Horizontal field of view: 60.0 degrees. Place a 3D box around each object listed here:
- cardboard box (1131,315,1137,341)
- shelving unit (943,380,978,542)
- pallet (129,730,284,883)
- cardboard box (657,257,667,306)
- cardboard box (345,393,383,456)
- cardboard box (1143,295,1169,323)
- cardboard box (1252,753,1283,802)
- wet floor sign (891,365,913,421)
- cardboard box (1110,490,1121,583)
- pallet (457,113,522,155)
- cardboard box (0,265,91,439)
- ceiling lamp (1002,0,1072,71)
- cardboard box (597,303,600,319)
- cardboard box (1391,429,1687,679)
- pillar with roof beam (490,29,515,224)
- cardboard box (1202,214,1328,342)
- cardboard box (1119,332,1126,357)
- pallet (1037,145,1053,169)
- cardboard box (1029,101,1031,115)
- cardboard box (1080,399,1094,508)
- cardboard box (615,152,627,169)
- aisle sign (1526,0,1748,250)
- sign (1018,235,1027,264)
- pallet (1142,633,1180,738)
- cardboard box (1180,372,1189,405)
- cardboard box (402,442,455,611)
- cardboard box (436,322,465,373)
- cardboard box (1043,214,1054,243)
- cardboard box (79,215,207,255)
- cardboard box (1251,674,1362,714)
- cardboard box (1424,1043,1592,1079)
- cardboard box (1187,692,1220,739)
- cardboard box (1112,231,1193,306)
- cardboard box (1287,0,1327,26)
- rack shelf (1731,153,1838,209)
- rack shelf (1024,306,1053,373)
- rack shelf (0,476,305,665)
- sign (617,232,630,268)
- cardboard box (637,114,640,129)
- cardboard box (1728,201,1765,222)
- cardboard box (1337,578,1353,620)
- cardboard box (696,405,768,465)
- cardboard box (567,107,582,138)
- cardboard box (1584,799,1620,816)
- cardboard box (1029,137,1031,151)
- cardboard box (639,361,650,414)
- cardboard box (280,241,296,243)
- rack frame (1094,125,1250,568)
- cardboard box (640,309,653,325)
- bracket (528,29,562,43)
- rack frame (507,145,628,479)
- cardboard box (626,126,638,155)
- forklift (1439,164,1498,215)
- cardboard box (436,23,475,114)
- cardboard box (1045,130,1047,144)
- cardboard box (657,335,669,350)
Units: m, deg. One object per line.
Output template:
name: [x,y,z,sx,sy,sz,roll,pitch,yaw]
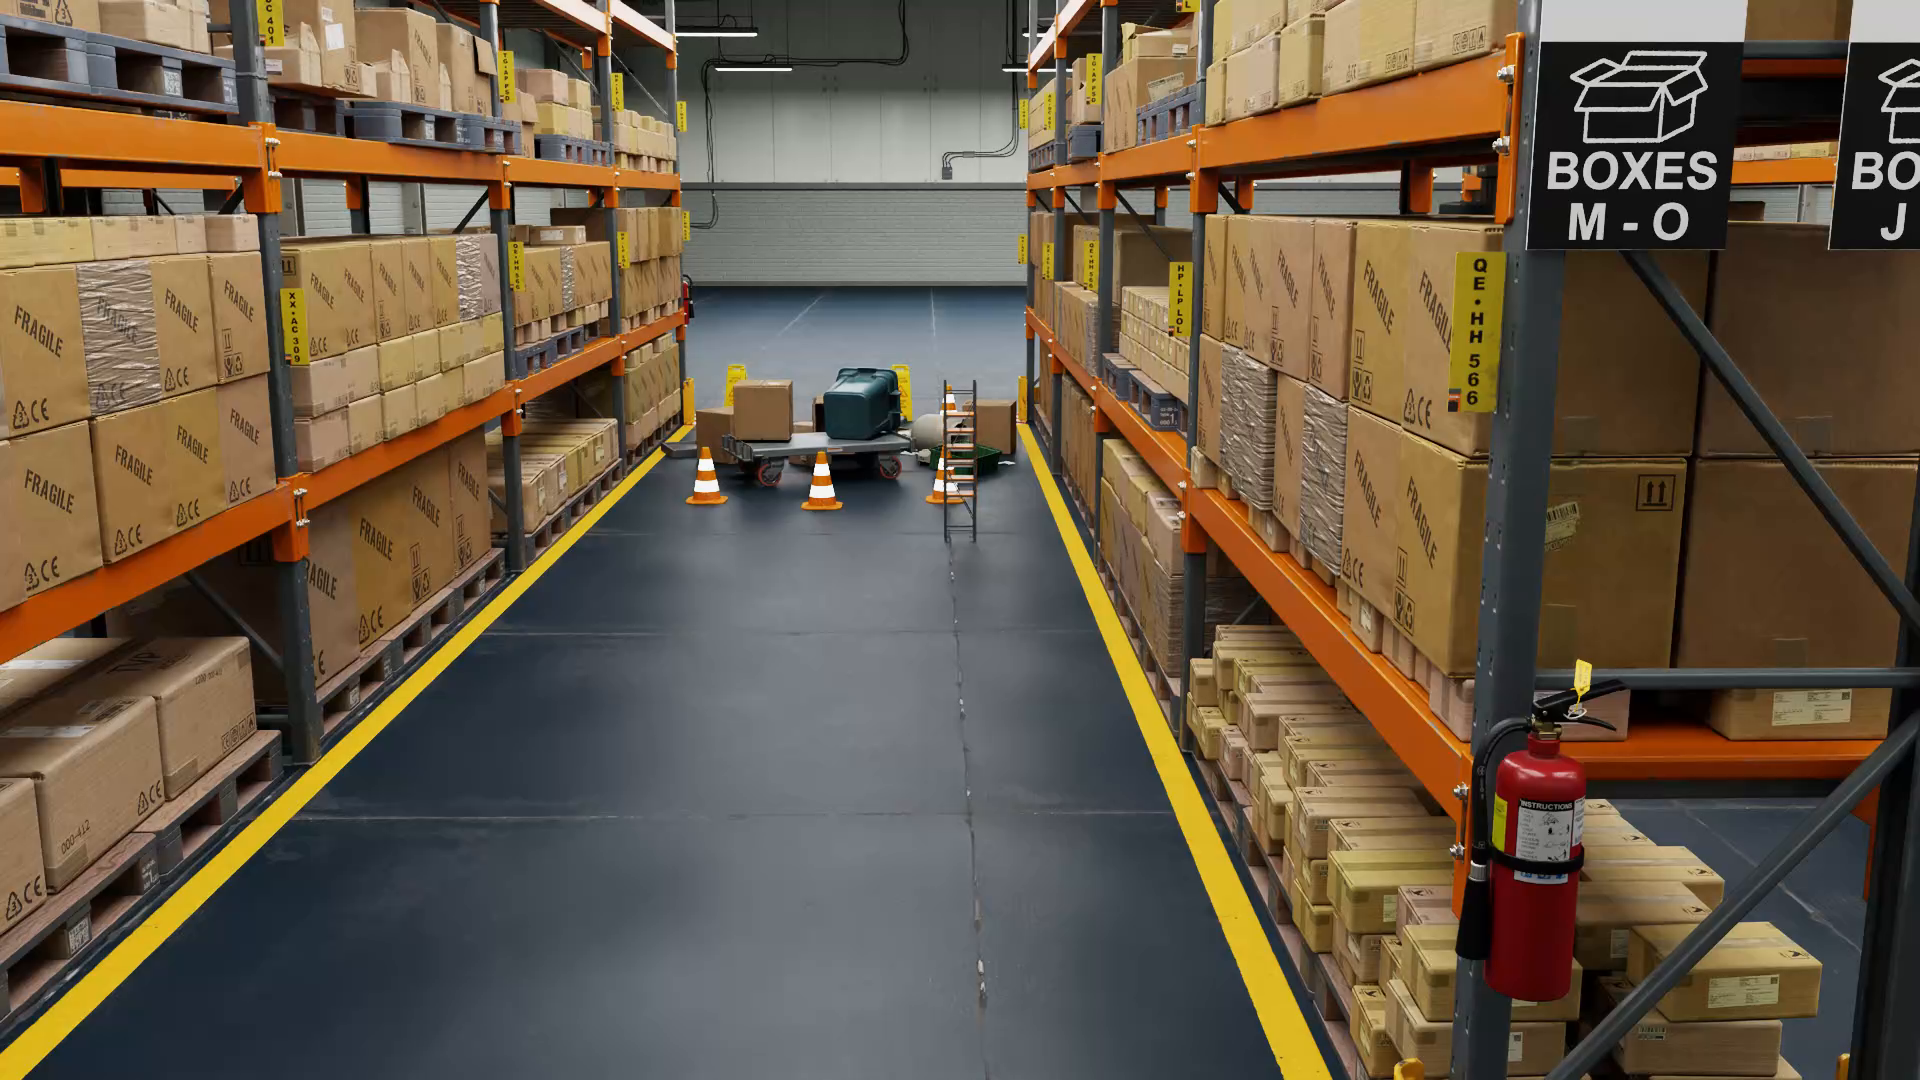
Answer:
cardboard box: [1.268,-1.313,10.316,0.380,0.149,0.250,-1,11,-3]
shelving unit: [0.000,-0.591,12.454,0.258,1.200,0.189,0,11,-1]
pallet: [-3.484,1.065,6.779,1.003,0.211,1.213,0,11,-1]
cardboard box: [-3.371,-2.728,17.459,0.500,0.500,0.500,0,11,-1]
cardboard box: [-3.179,-0.571,8.207,0.500,0.250,0.500,-1,11,-3]
cardboard box: [1.279,-1.362,9.806,0.380,0.149,0.250,0,11,1]
cardboard box: [1.275,0.882,6.031,0.380,0.149,0.250,0,11,-2]
wet floor sign: [-0.703,-1.723,19.428,0.267,0.644,0.232,-2,12,-11]
cardboard box: [1.216,-0.028,10.383,0.500,0.500,0.500,0,11,0]
pallet: [-3.438,-2.498,10.258,1.213,0.211,1.003,0,11,1]
cardboard box: [-3.112,-0.598,5.195,0.500,0.500,0.500,0,11,-1]
ceiling lamp: [2.078,-13.721,42.879,2.000,3.185,0.800,0,11,-1]
cardboard box: [-3.313,-1.972,14.313,0.380,0.149,0.250,-1,11,-3]
cardboard box: [1.341,0.019,3.924,0.500,0.500,0.500,0,11,0]
pillar with roof beam: [-5.587,-9.211,35.329,9.100,9.000,0.548,0,11,-1]
cardboard box: [1.291,-1.088,6.862,0.500,0.500,0.500,0,11,0]
cardboard box: [1.250,-1.282,10.908,0.380,0.149,0.250,0,11,-2]
pallet: [1.331,-3.915,16.991,1.003,0.211,1.213,0,11,-1]
cardboard box: [0.966,-4.804,18.468,0.380,0.149,0.250,0,11,-1]
cardboard box: [1.498,-0.687,13.004,1.050,0.750,0.750,0,11,0]
cardboard box: [-3.295,-3.506,15.382,0.380,0.149,0.250,0,11,-1]
aisle sign: [1.309,-0.957,3.192,0.394,0.787,0.004,0,11,-1]
sign: [0.722,-3.341,19.106,0.100,0.325,0.005,0,11,-1]
pallet: [1.507,0.718,8.488,1.003,0.211,1.213,0,11,-1]
cardboard box: [1.310,-0.756,8.315,0.380,0.149,0.250,0,11,-1]
cardboard box: [-3.559,-0.098,9.785,0.875,0.875,0.875,0,11,0]
cardboard box: [-3.195,-1.121,9.660,0.500,0.250,0.500,-1,11,-3]
cardboard box: [1.259,-2.869,16.063,0.875,0.550,0.550,0,11,-1]
cardboard box: [-3.200,-1.197,6.518,0.380,0.149,0.250,0,11,0]
cardboard box: [1.354,0.632,6.515,0.380,0.149,0.250,-1,11,-3]
cardboard box: [1.388,1.389,4.281,0.380,0.149,0.250,0,11,0]
cardboard box: [1.211,0.772,7.326,0.380,0.149,0.250,-1,11,-4]
cardboard box: [1.443,-1.917,11.698,0.700,0.500,0.500,0,11,-1]
cardboard box: [1.325,-1.734,5.139,0.500,0.250,0.500,-1,11,-4]
rack shelf: [6.362,-2.804,13.101,1.077,0.370,4.000,0,11,-1]
rack shelf: [1.318,-2.129,17.317,1.077,0.370,4.000,0,11,-1]
rack shelf: [-3.381,0.297,5.360,1.077,0.370,4.000,0,11,-1]
sign: [-3.032,-2.614,14.987,0.100,0.325,0.005,0,11,-1]
cardboard box: [-3.349,-4.104,16.325,0.380,0.149,0.250,0,11,-2]
cardboard box: [6.197,-2.425,14.405,1.000,1.000,1.000,0,11,-1]
cardboard box: [1.326,0.159,4.865,0.380,0.149,0.250,-1,11,-4]
cardboard box: [-2.249,-1.038,16.413,0.500,0.500,0.500,9,15,38]
cardboard box: [-3.425,-3.430,13.696,0.500,0.250,0.500,0,11,0]
cardboard box: [1.849,0.887,5.261,0.380,0.149,0.250,0,11,1]
cardboard box: [0.964,-4.411,18.538,0.380,0.149,0.250,0,11,-1]
cardboard box: [-3.352,-1.494,16.352,0.500,0.500,0.500,0,11,1]
cardboard box: [-3.691,-1.284,8.576,0.500,0.500,0.500,0,11,1]
rack frame: [1.442,-1.289,11.367,1.000,3.000,0.127,0,11,-1]
cardboard box: [-3.290,-2.239,16.681,0.380,0.149,0.250,0,11,-1]
bracket: [-9.598,-11.557,37.839,0.076,0.066,4.783,0,11,-1]
rack frame: [-3.587,-2.043,15.087,1.000,3.000,0.127,0,11,-1]
cardboard box: [-3.342,-3.777,15.716,0.500,0.250,0.500,0,11,-2]
forklift: [3.992,-1.351,11.846,1.130,2.935,3.031,1,12,5]
cardboard box: [-3.294,-2.777,9.851,0.700,0.500,0.500,-1,11,-4]
cardboard box: [1.015,-3.909,16.062,0.380,0.149,0.250,0,11,-1]
cardboard box: [-3.316,-2.101,17.714,0.380,0.149,0.250,0,11,0]
